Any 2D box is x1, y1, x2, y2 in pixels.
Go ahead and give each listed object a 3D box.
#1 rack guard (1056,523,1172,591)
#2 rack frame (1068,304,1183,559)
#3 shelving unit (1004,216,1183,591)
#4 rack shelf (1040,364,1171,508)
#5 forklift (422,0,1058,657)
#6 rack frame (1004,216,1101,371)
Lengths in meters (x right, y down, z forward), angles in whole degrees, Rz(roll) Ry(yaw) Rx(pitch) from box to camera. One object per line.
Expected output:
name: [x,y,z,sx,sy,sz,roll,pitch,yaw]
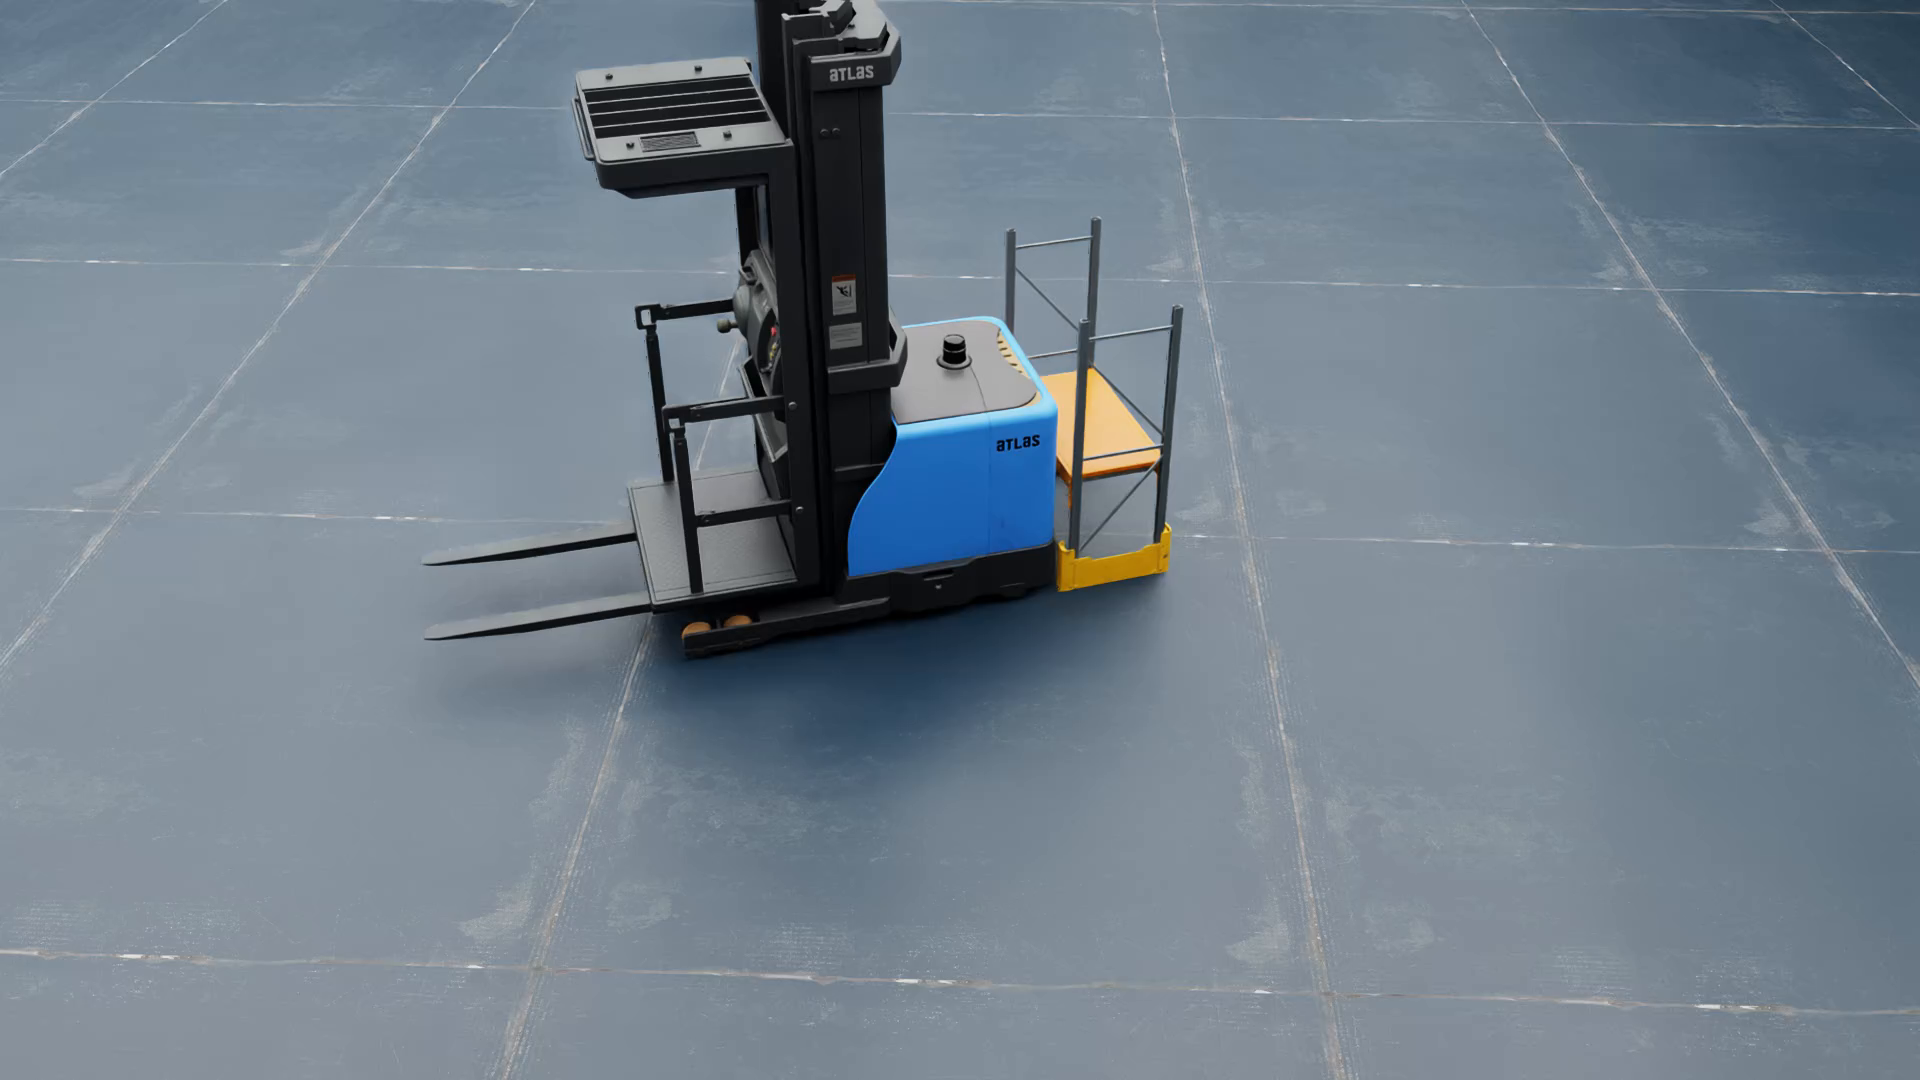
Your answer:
rack guard: [0.773,0.085,8.358,0.587,0.250,0.087,-10,36,-14]
rack frame: [0.779,-0.416,7.983,0.500,1.500,0.032,-10,36,-14]
shelving unit: [0.623,-0.700,8.387,0.587,1.500,1.083,-10,36,-14]
rack shelf: [0.625,-0.547,8.483,0.538,0.185,1.000,-10,36,-14]
forklift: [-1.102,-0.982,7.544,3.031,2.935,1.130,-9,36,-13]
rack frame: [0.472,-0.973,8.776,0.500,1.500,0.032,-10,36,-14]
